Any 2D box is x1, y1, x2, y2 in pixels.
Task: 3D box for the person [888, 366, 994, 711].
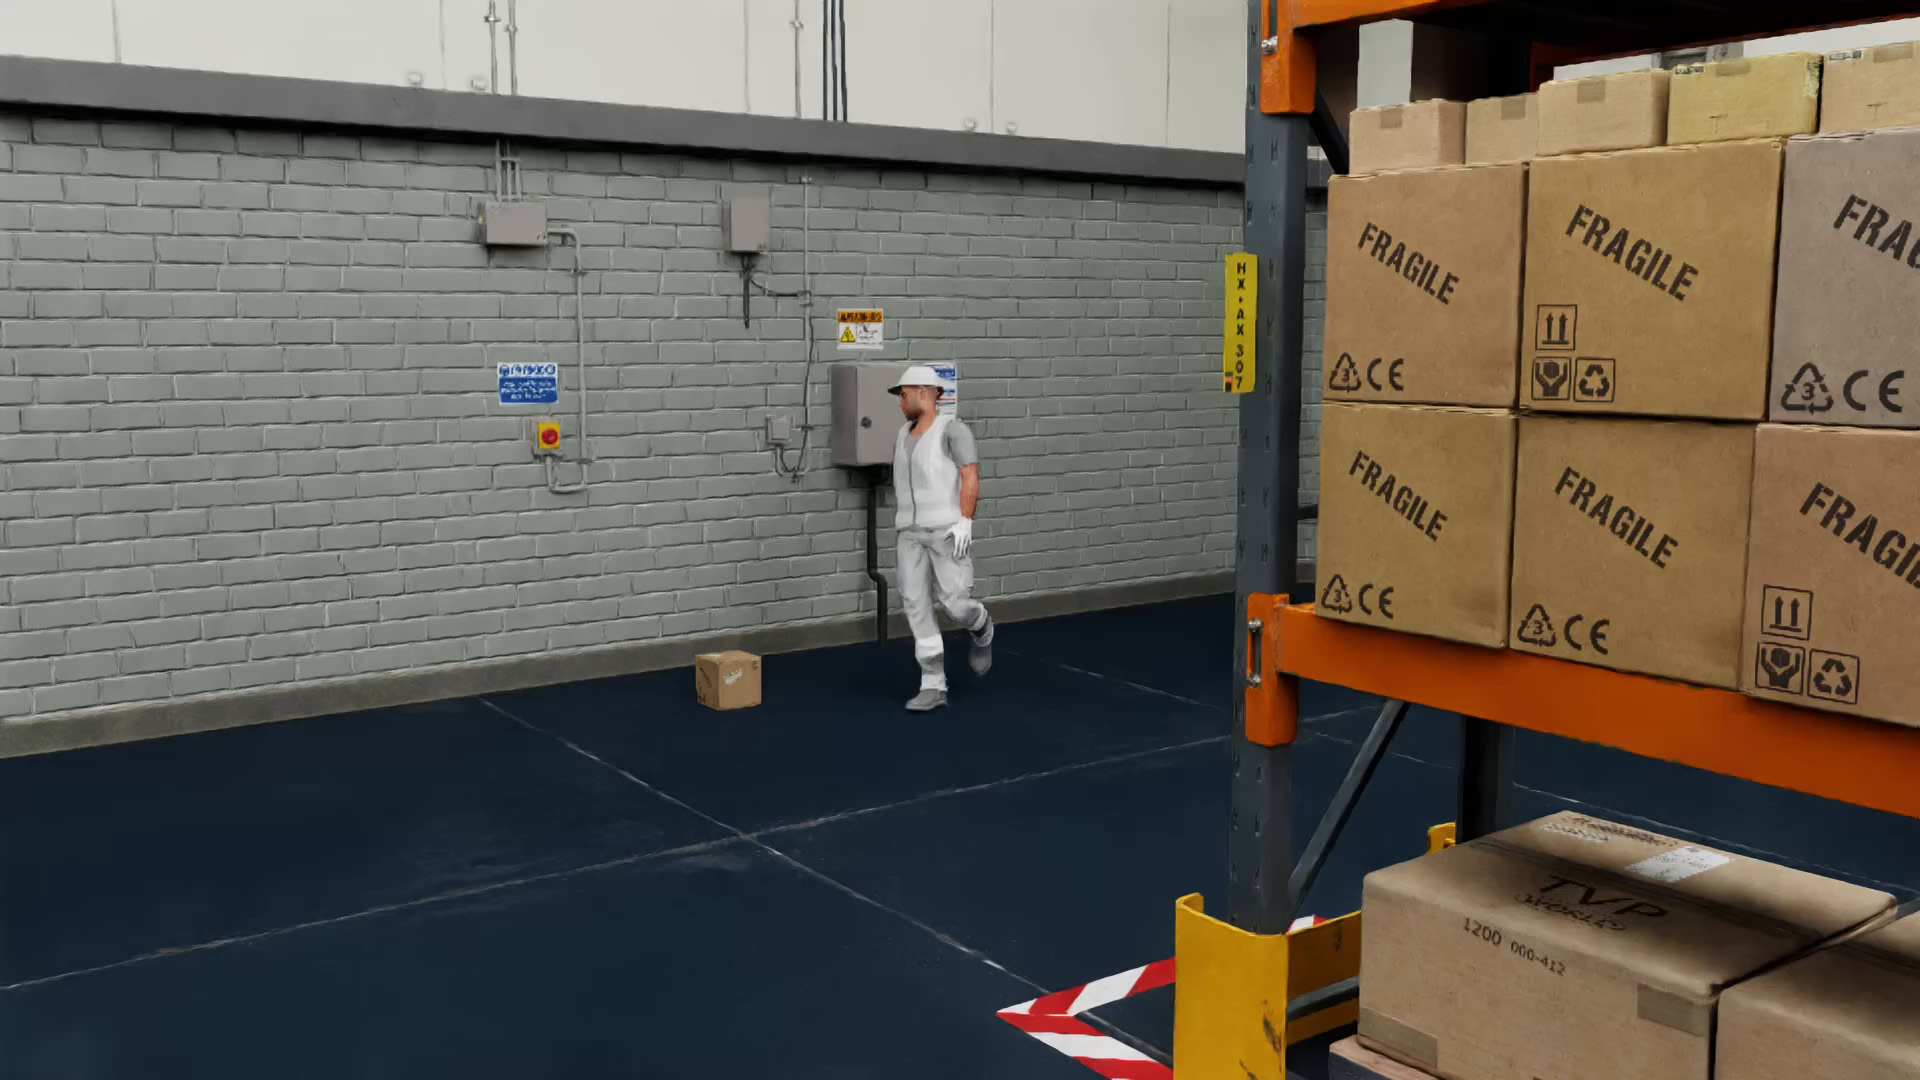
[{"bbox_3d":[-0.144,-0.031,8.648,0.616,1.733,0.775,6,9,36],"label":"person"}]
